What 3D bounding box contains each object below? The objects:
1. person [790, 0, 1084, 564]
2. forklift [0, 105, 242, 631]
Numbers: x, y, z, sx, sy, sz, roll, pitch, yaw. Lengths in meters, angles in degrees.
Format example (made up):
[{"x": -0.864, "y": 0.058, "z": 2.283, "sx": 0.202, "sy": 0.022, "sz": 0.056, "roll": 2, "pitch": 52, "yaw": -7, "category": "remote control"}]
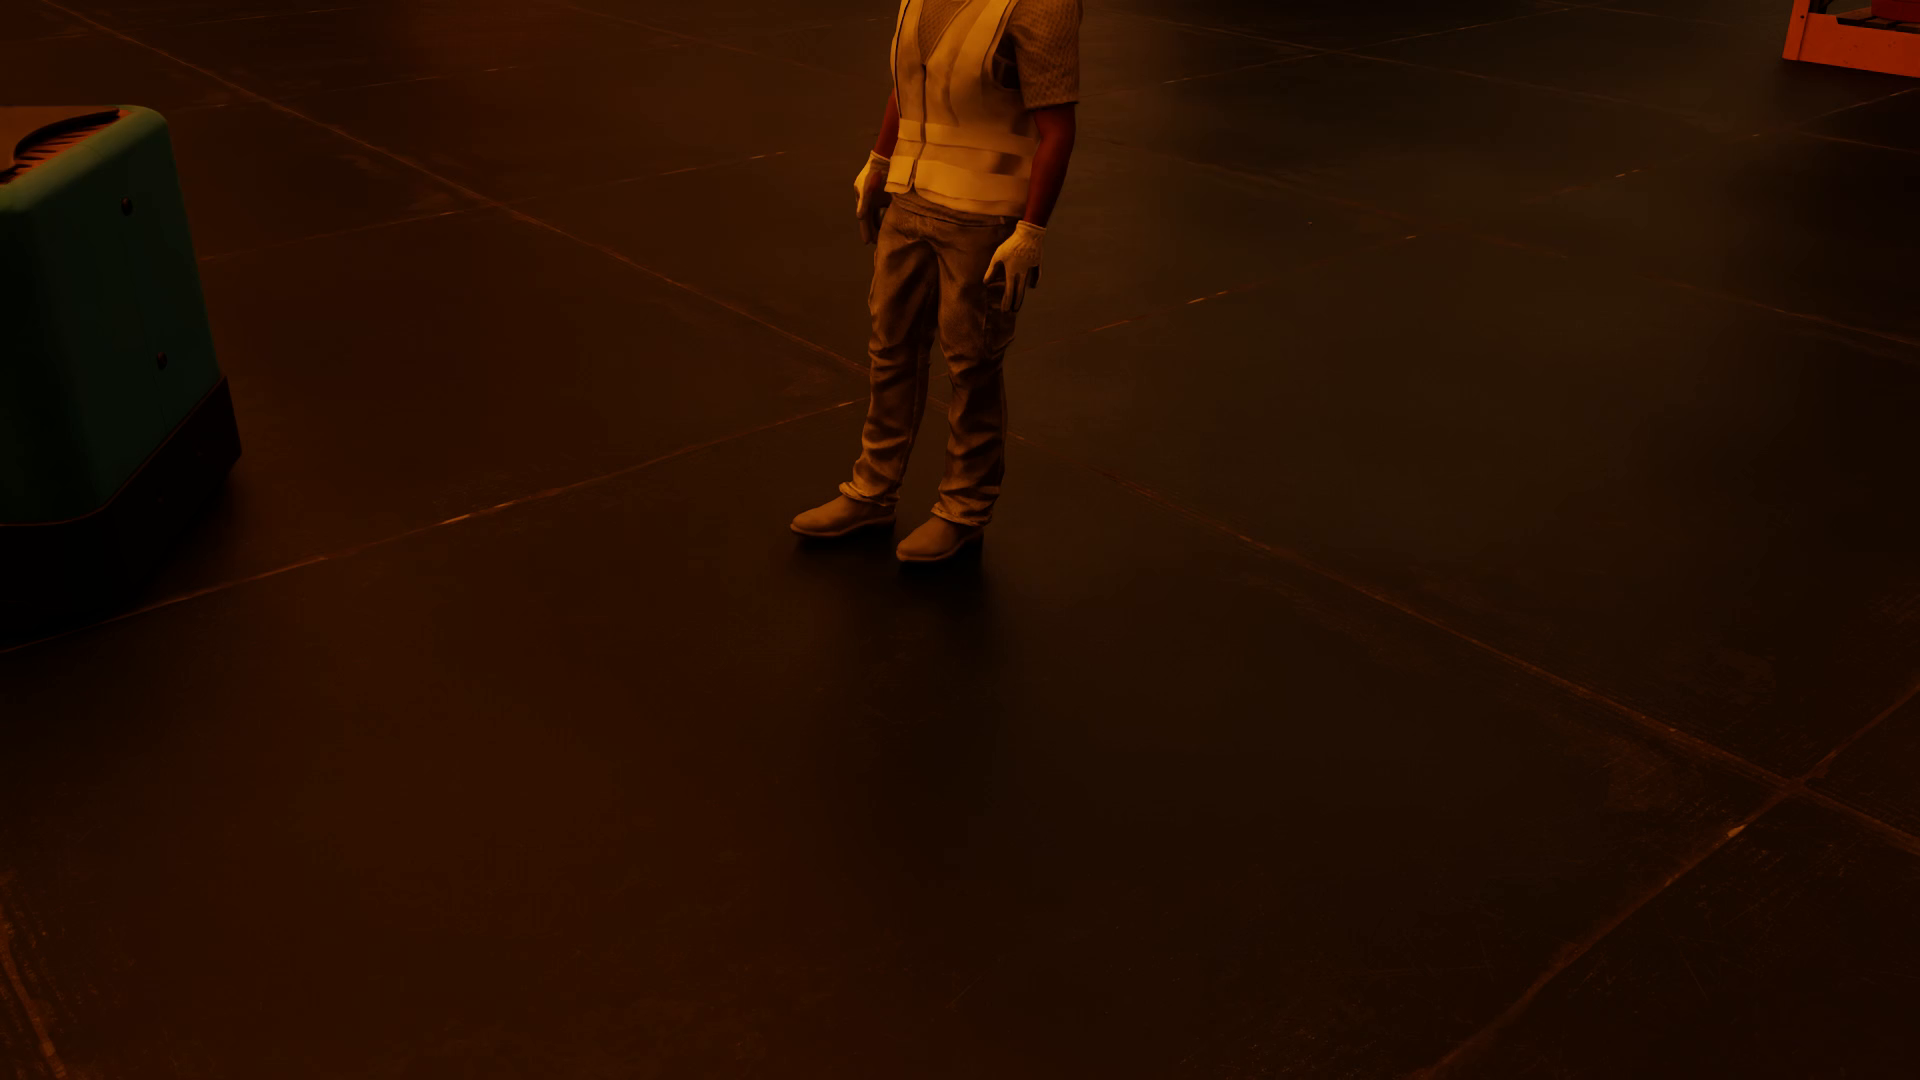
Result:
[{"x": -0.060, "y": -0.788, "z": 4.066, "sx": 0.577, "sy": 1.781, "sz": 0.656, "roll": -20, "pitch": 33, "yaw": -35, "category": "person"}, {"x": -3.572, "y": -1.260, "z": 3.744, "sx": 3.031, "sy": 2.935, "sz": 1.130, "roll": -2, "pitch": 26, "yaw": -4, "category": "forklift"}]
